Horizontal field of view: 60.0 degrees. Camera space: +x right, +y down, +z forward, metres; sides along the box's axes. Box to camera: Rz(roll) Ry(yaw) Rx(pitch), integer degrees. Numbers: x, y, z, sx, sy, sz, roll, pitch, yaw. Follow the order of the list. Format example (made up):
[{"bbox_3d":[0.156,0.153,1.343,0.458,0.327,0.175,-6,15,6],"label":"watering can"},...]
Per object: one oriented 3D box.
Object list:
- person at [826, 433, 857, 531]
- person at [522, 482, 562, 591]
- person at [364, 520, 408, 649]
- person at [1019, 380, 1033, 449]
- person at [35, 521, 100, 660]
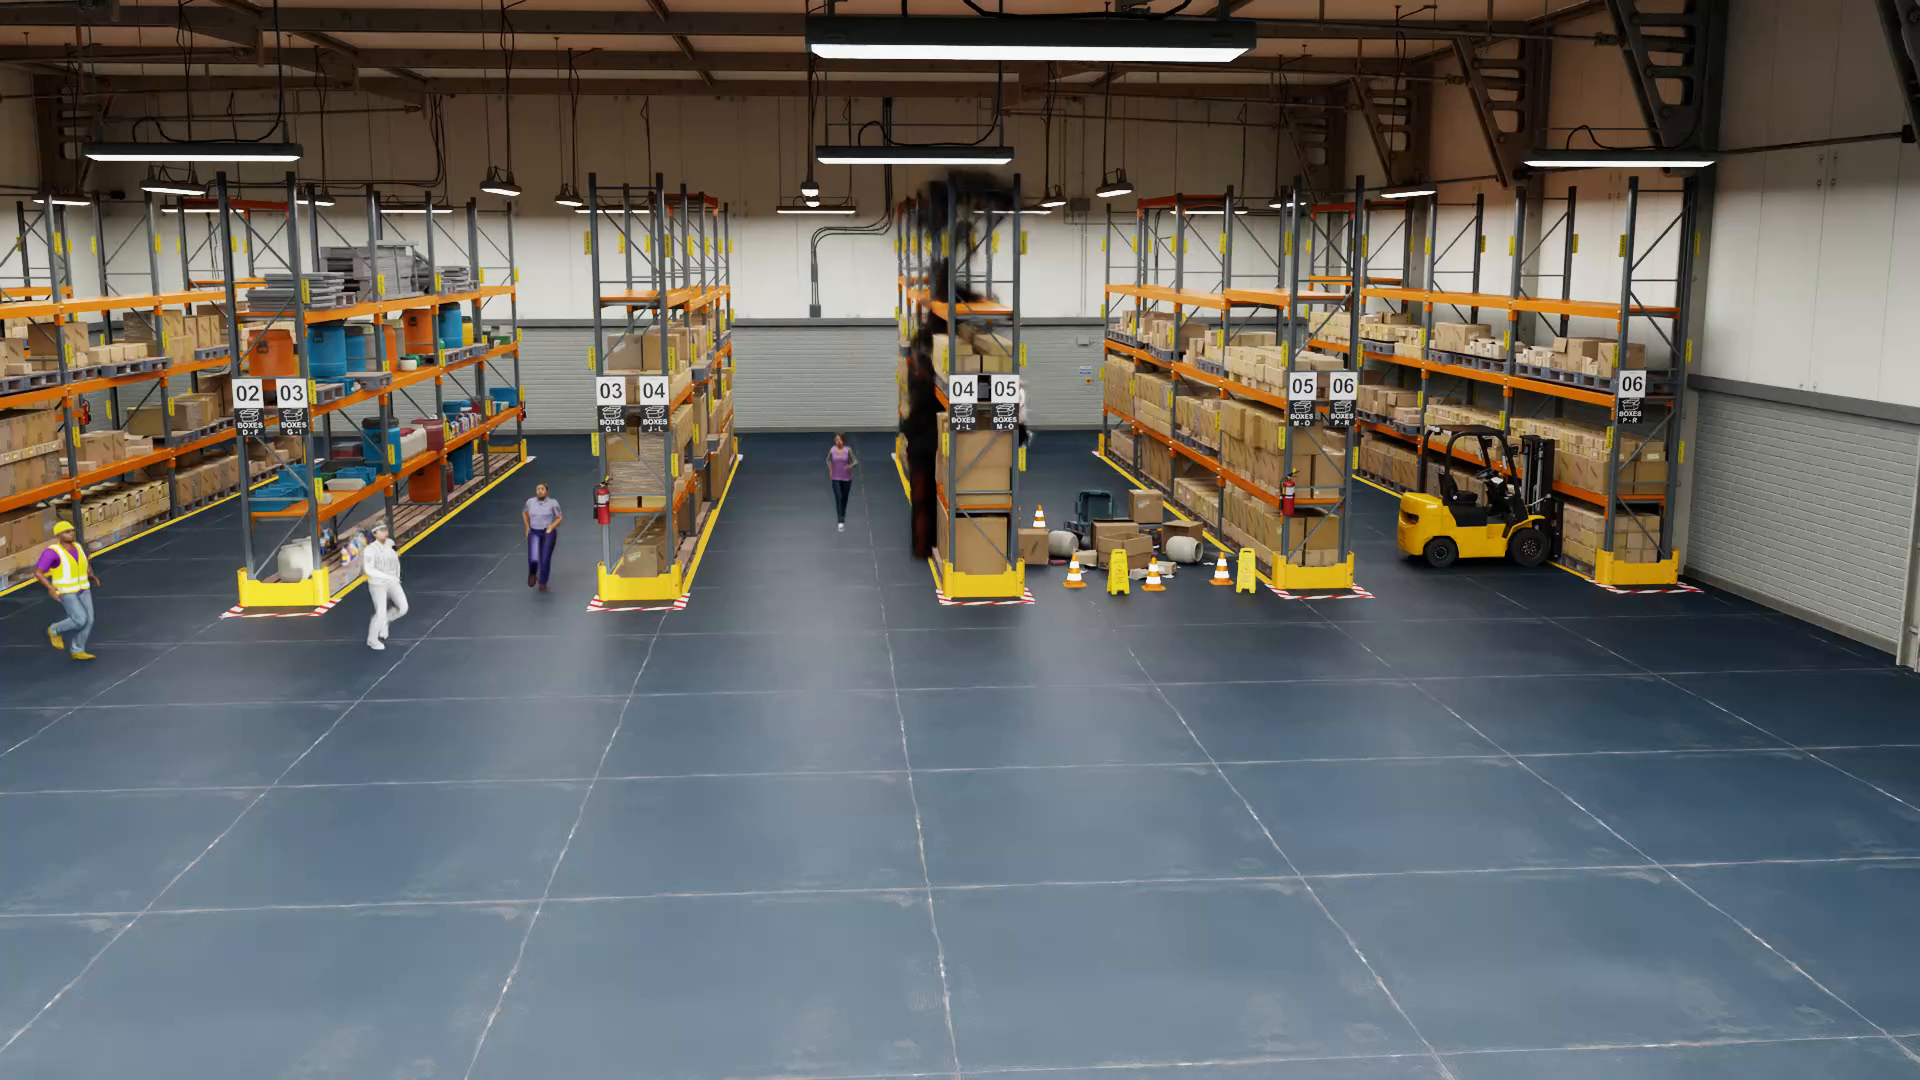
[{"bbox_3d":[-1.993,-1.002,28.102,0.526,1.617,0.760,-1,10,-5],"label":"person"},{"bbox_3d":[-6.133,-0.040,24.412,0.591,1.604,0.547,-1,10,-7],"label":"person"},{"bbox_3d":[-7.186,0.547,20.851,0.670,1.654,0.639,6,12,31],"label":"person"},{"bbox_3d":[1.483,-3.105,41.303,0.673,1.748,0.700,0,10,-2],"label":"person"},{"bbox_3d":[-10.868,0.614,20.322,0.578,1.712,0.718,4,11,20],"label":"person"}]
